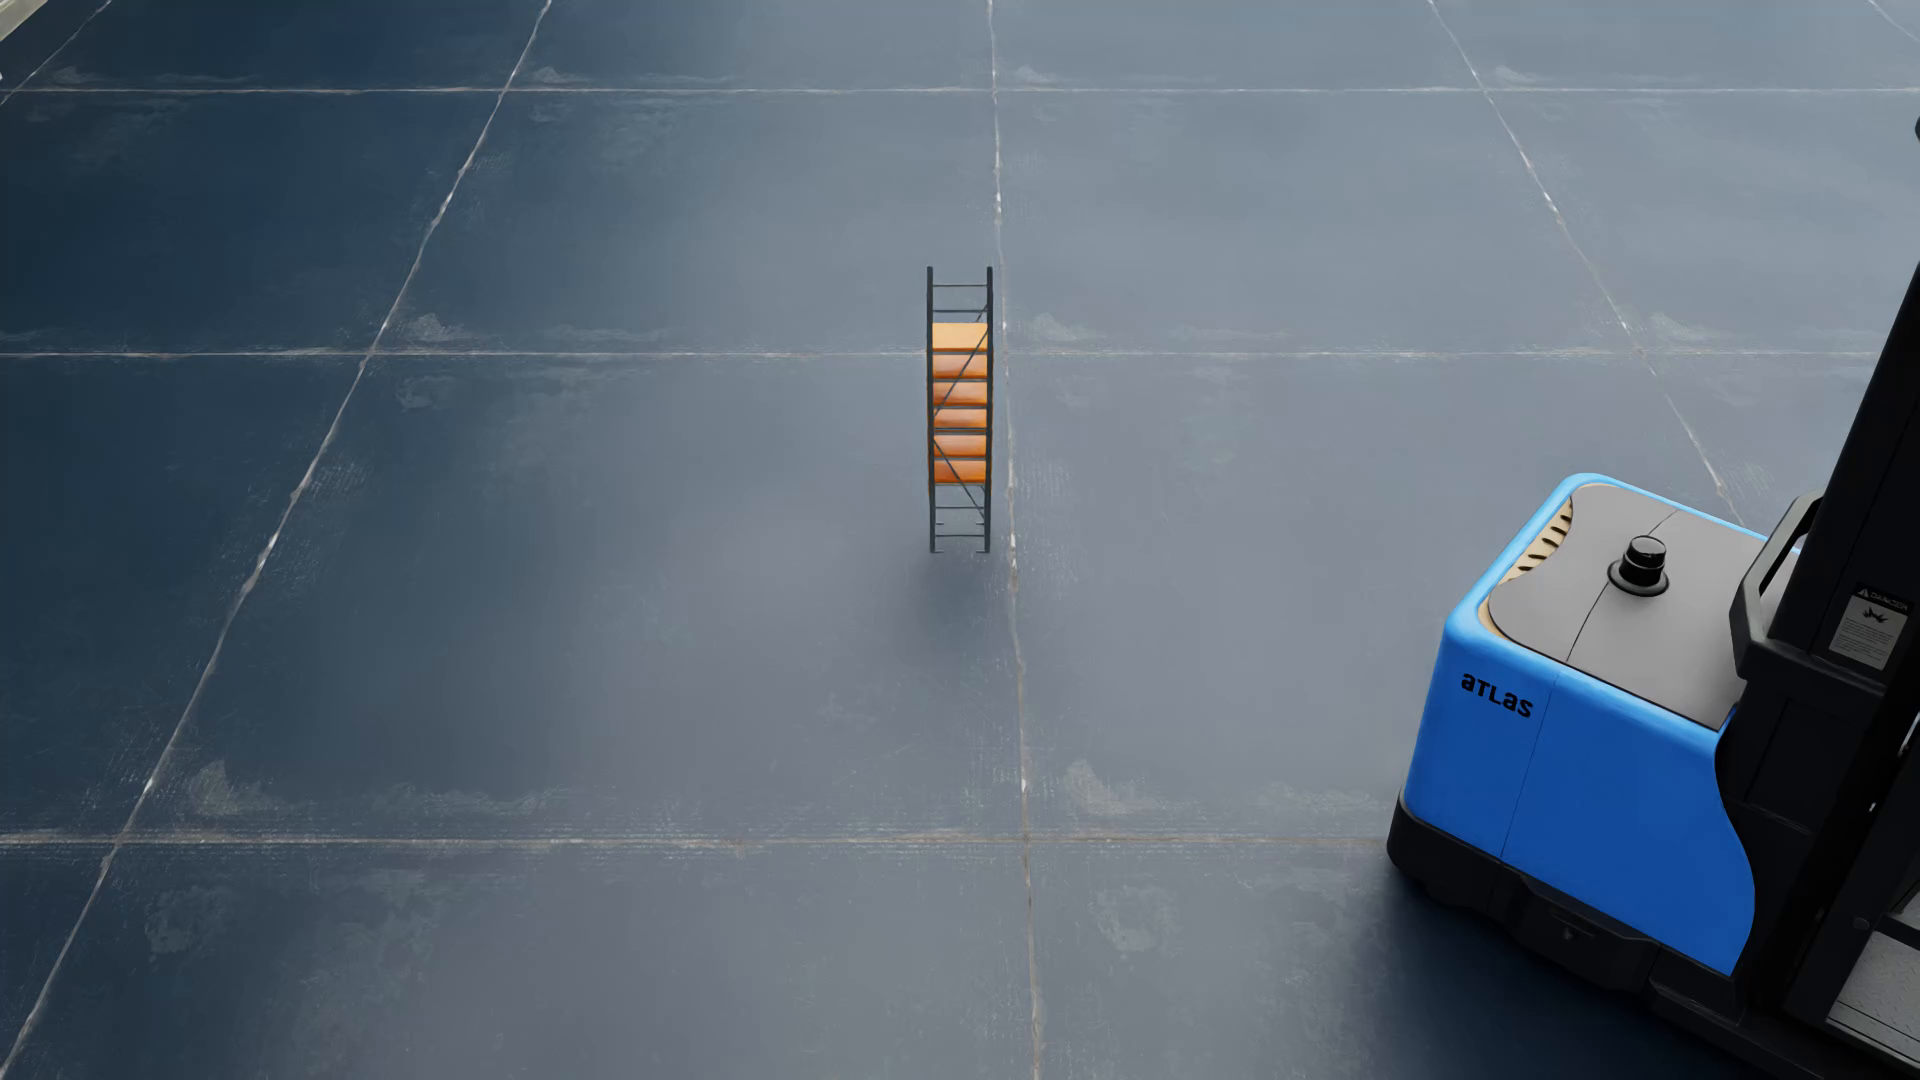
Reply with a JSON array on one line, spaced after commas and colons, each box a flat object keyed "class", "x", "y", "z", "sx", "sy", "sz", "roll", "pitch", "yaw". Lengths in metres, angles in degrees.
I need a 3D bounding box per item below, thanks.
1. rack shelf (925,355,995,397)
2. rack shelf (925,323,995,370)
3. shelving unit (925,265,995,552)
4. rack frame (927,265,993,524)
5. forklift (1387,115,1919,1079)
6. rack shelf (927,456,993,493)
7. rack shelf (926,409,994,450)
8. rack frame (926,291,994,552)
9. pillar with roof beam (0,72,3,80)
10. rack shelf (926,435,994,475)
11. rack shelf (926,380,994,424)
[{"class": "rack shelf", "x": 0.000, "y": -0.630, "z": 6.264, "sx": 0.258, "sy": 0.103, "sz": 0.180, "roll": 0, "pitch": 39, "yaw": 0}, {"class": "rack shelf", "x": 0.000, "y": -0.724, "z": 6.189, "sx": 0.258, "sy": 0.103, "sz": 0.180, "roll": 0, "pitch": 39, "yaw": 0}, {"class": "shelving unit", "x": 0.000, "y": -0.477, "z": 6.386, "sx": 0.258, "sy": 1.200, "sz": 0.189, "roll": 0, "pitch": 39, "yaw": 0}, {"class": "rack frame", "x": 0.000, "y": -0.534, "z": 6.457, "sx": 0.240, "sy": 1.200, "sz": 0.006, "roll": 0, "pitch": 39, "yaw": 0}, {"class": "forklift", "x": 2.852, "y": 0.261, "z": 4.080, "sx": 3.031, "sy": 2.935, "sz": 1.130, "roll": 26, "pitch": 46, "yaw": 29}, {"class": "rack shelf", "x": 0.000, "y": -0.255, "z": 6.564, "sx": 0.258, "sy": 0.103, "sz": 0.180, "roll": 0, "pitch": 39, "yaw": 0}, {"class": "rack shelf", "x": 0.000, "y": -0.443, "z": 6.414, "sx": 0.258, "sy": 0.103, "sz": 0.180, "roll": 0, "pitch": 39, "yaw": 0}, {"class": "rack frame", "x": 0.000, "y": -0.420, "z": 6.315, "sx": 0.240, "sy": 1.200, "sz": 0.006, "roll": 0, "pitch": 39, "yaw": 0}, {"class": "pillar with roof beam", "x": -1.798, "y": -6.266, "z": 7.374, "sx": 9.100, "sy": 9.000, "sz": 0.400, "roll": 0, "pitch": 39, "yaw": 0}, {"class": "rack shelf", "x": 0.000, "y": -0.349, "z": 6.489, "sx": 0.258, "sy": 0.103, "sz": 0.180, "roll": 0, "pitch": 39, "yaw": 0}, {"class": "rack shelf", "x": 0.000, "y": -0.536, "z": 6.339, "sx": 0.258, "sy": 0.103, "sz": 0.180, "roll": 0, "pitch": 39, "yaw": 0}]
